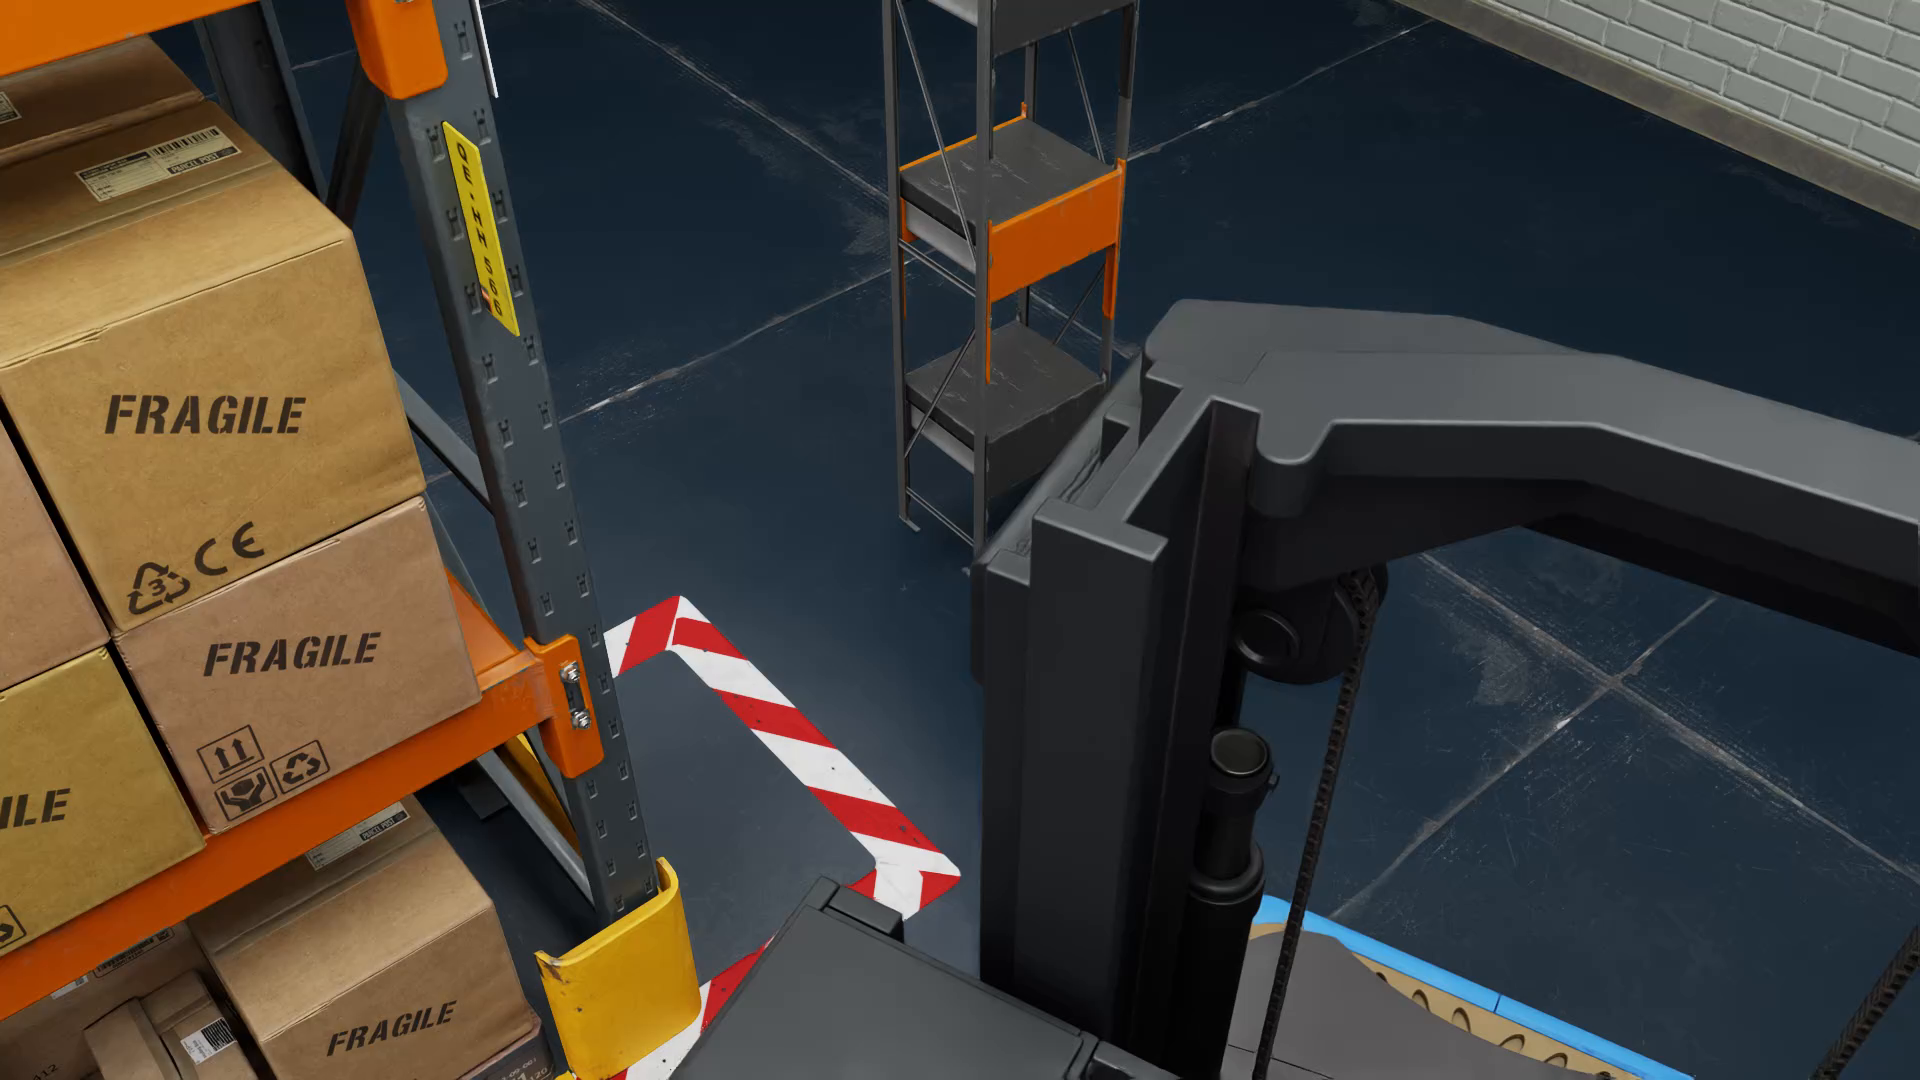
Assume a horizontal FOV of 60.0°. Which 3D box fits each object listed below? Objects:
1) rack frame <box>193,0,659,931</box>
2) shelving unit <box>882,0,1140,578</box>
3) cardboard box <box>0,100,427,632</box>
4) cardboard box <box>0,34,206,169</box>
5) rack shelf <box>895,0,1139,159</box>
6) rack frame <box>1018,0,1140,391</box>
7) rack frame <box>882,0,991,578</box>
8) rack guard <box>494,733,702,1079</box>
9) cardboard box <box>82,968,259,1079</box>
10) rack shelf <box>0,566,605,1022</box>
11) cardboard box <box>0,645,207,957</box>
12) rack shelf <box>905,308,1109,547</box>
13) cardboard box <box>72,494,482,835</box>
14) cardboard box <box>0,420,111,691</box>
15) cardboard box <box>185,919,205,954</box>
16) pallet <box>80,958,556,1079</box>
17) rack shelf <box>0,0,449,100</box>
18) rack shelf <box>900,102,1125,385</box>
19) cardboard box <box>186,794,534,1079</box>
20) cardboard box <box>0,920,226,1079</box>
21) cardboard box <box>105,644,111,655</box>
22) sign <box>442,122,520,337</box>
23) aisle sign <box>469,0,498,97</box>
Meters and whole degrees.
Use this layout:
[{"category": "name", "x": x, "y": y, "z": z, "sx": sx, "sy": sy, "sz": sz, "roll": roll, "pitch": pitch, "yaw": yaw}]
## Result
[{"category": "rack frame", "x": -1.049, "y": -0.219, "z": 3.292, "sx": 0.127, "sy": 3.000, "sz": 1.000, "roll": -30, "pitch": 51, "yaw": -28}, {"category": "shelving unit", "x": 0.127, "y": -0.838, "z": 4.609, "sx": 0.503, "sy": 2.100, "sz": 0.431, "roll": -30, "pitch": 51, "yaw": -28}, {"category": "cardboard box", "x": -1.214, "y": -0.280, "z": 2.553, "sx": 0.500, "sy": 0.500, "sz": 0.500, "roll": -30, "pitch": 51, "yaw": -28}, {"category": "cardboard box", "x": -1.559, "y": -0.563, "z": 2.855, "sx": 0.500, "sy": 0.500, "sz": 0.500, "roll": -28, "pitch": 50, "yaw": -27}, {"category": "rack shelf", "x": 0.127, "y": -1.338, "z": 4.139, "sx": 0.480, "sy": 0.518, "sz": 0.431, "roll": -30, "pitch": 51, "yaw": -28}, {"category": "rack frame", "x": 0.314, "y": -0.945, "z": 4.723, "sx": 0.015, "sy": 2.100, "sz": 0.400, "roll": -30, "pitch": 51, "yaw": -28}, {"category": "rack frame", "x": -0.060, "y": -0.731, "z": 4.494, "sx": 0.015, "sy": 2.100, "sz": 0.400, "roll": -30, "pitch": 51, "yaw": -28}, {"category": "rack guard", "x": -1.108, "y": 0.726, "z": 4.112, "sx": 0.348, "sy": 0.500, "sz": 1.175, "roll": -30, "pitch": 51, "yaw": -28}, {"category": "cardboard box", "x": -1.677, "y": 1.153, "z": 3.580, "sx": 0.250, "sy": 0.166, "sz": 0.380, "roll": -30, "pitch": 51, "yaw": -28}, {"category": "rack shelf", "x": -2.584, "y": 0.922, "z": 2.603, "sx": 4.000, "sy": 0.370, "sz": 1.077, "roll": -30, "pitch": 51, "yaw": -28}, {"category": "cardboard box", "x": -1.614, "y": 0.314, "z": 2.651, "sx": 0.500, "sy": 0.500, "sz": 0.500, "roll": -29, "pitch": 51, "yaw": -28}, {"category": "rack shelf", "x": 0.127, "y": -0.318, "z": 5.097, "sx": 0.480, "sy": 0.518, "sz": 0.431, "roll": -30, "pitch": 51, "yaw": -28}, {"category": "cardboard box", "x": -1.218, "y": 0.085, "z": 2.896, "sx": 0.500, "sy": 0.500, "sz": 0.500, "roll": -28, "pitch": 50, "yaw": -27}, {"category": "cardboard box", "x": -1.601, "y": -0.057, "z": 2.316, "sx": 0.500, "sy": 0.500, "sz": 0.500, "roll": -28, "pitch": 50, "yaw": -27}, {"category": "cardboard box", "x": -1.783, "y": 0.767, "z": 3.990, "sx": 0.250, "sy": 0.166, "sz": 0.380, "roll": -30, "pitch": 51, "yaw": -28}, {"category": "pallet", "x": -1.719, "y": 1.182, "z": 3.837, "sx": 1.213, "sy": 0.211, "sz": 1.003, "roll": -30, "pitch": 51, "yaw": -28}, {"category": "rack shelf", "x": -2.584, "y": -0.171, "z": 1.576, "sx": 4.000, "sy": 0.370, "sz": 1.077, "roll": -30, "pitch": 51, "yaw": -28}, {"category": "rack shelf", "x": 0.127, "y": -0.828, "z": 4.618, "sx": 0.480, "sy": 0.518, "sz": 0.431, "roll": -30, "pitch": 51, "yaw": -28}, {"category": "cardboard box", "x": -1.308, "y": 0.900, "z": 3.605, "sx": 0.500, "sy": 0.500, "sz": 0.500, "roll": -30, "pitch": 51, "yaw": -28}, {"category": "cardboard box", "x": -2.032, "y": 0.933, "z": 3.753, "sx": 0.500, "sy": 0.250, "sz": 0.500, "roll": -30, "pitch": 51, "yaw": -28}, {"category": "cardboard box", "x": -1.559, "y": -0.199, "z": 3.197, "sx": 0.500, "sy": 0.500, "sz": 0.500, "roll": -29, "pitch": 50, "yaw": -27}, {"category": "sign", "x": -0.709, "y": -0.456, "z": 2.467, "sx": 0.005, "sy": 0.325, "sz": 0.100, "roll": -30, "pitch": 51, "yaw": -28}, {"category": "aisle sign", "x": -0.801, "y": -1.035, "z": 2.262, "sx": 0.004, "sy": 0.787, "sz": 0.394, "roll": -30, "pitch": 51, "yaw": -28}]
